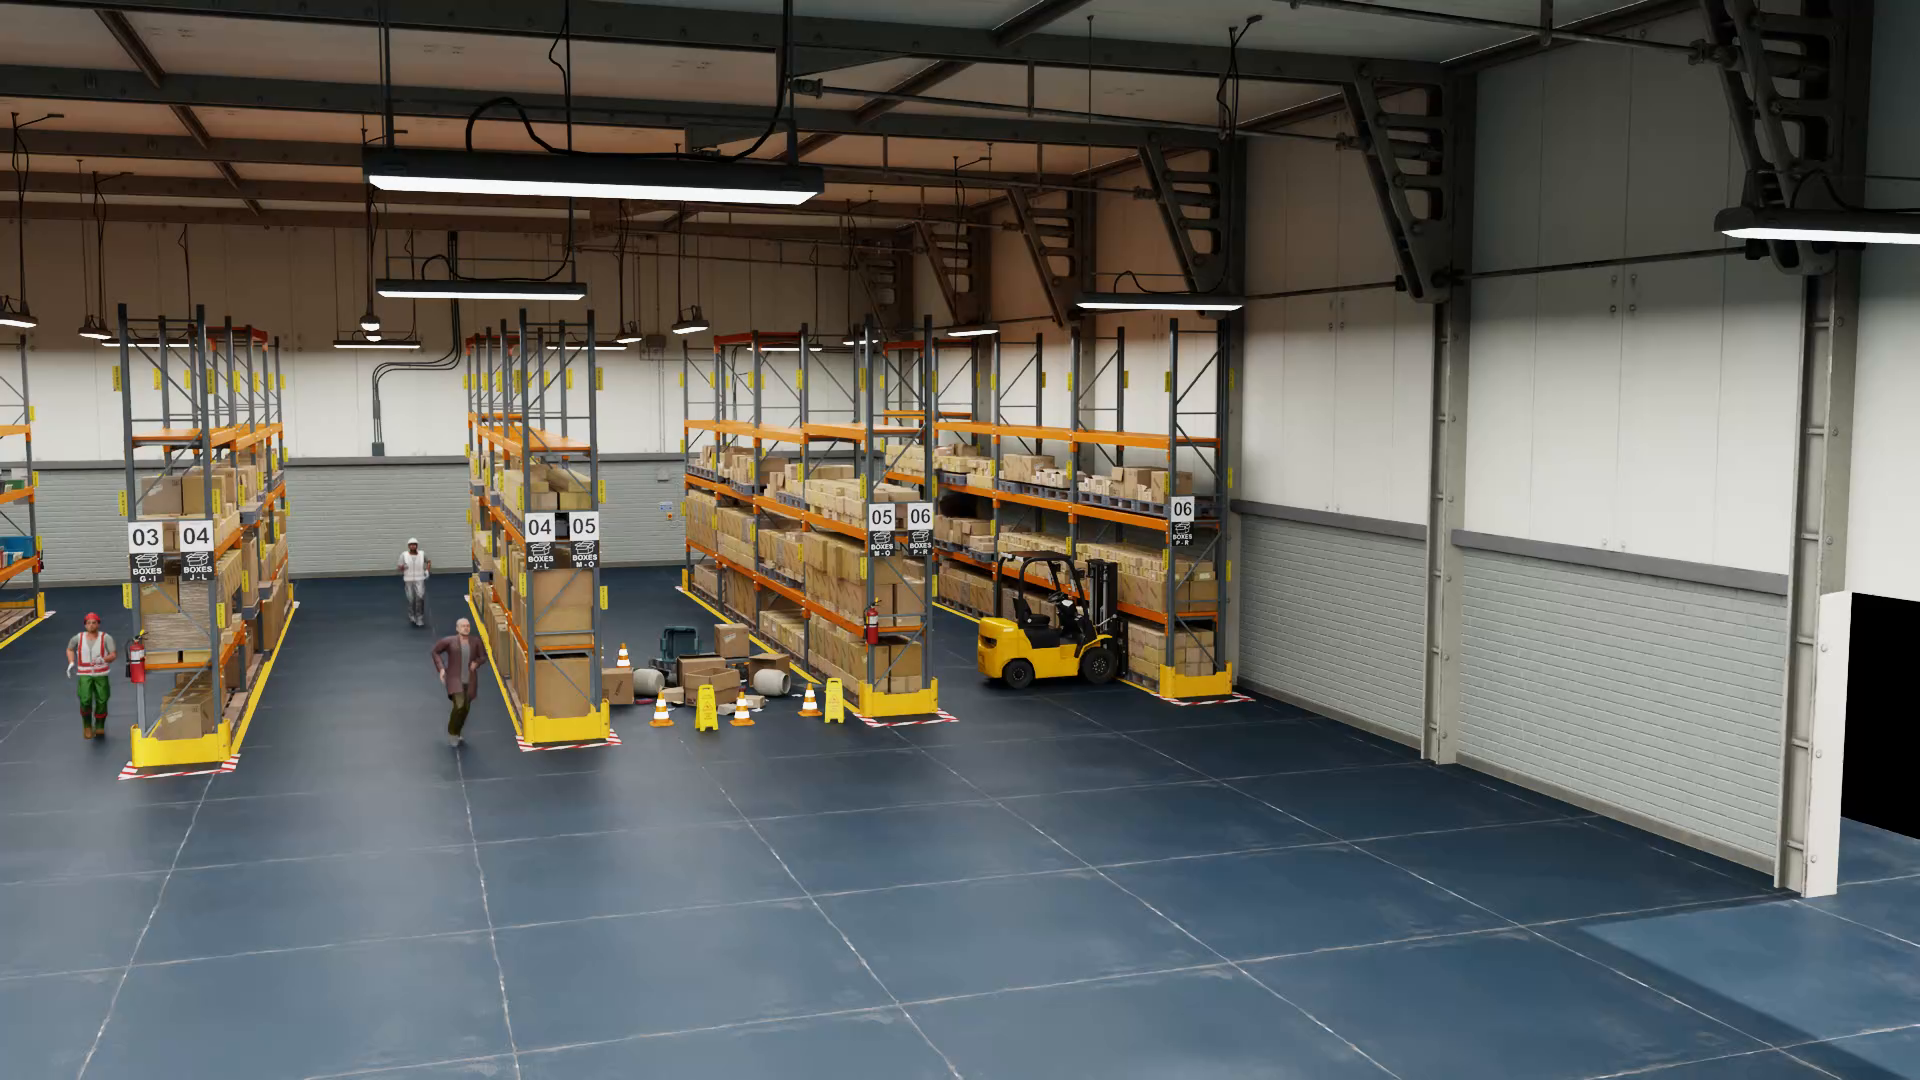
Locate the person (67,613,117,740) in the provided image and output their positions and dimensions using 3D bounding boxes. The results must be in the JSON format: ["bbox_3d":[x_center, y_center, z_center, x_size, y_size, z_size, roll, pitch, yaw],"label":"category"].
[{"bbox_3d":[-12.126,1.908,23.253,0.641,1.775,0.690,-3,6,-26],"label":"person"}]

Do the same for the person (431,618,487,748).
[{"bbox_3d":[-6.879,1.975,22.959,0.693,1.805,0.734,-4,7,-36],"label":"person"}]

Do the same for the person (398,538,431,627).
[{"bbox_3d":[-11.224,0.875,34.221,0.654,1.829,0.707,-2,6,-16],"label":"person"}]
